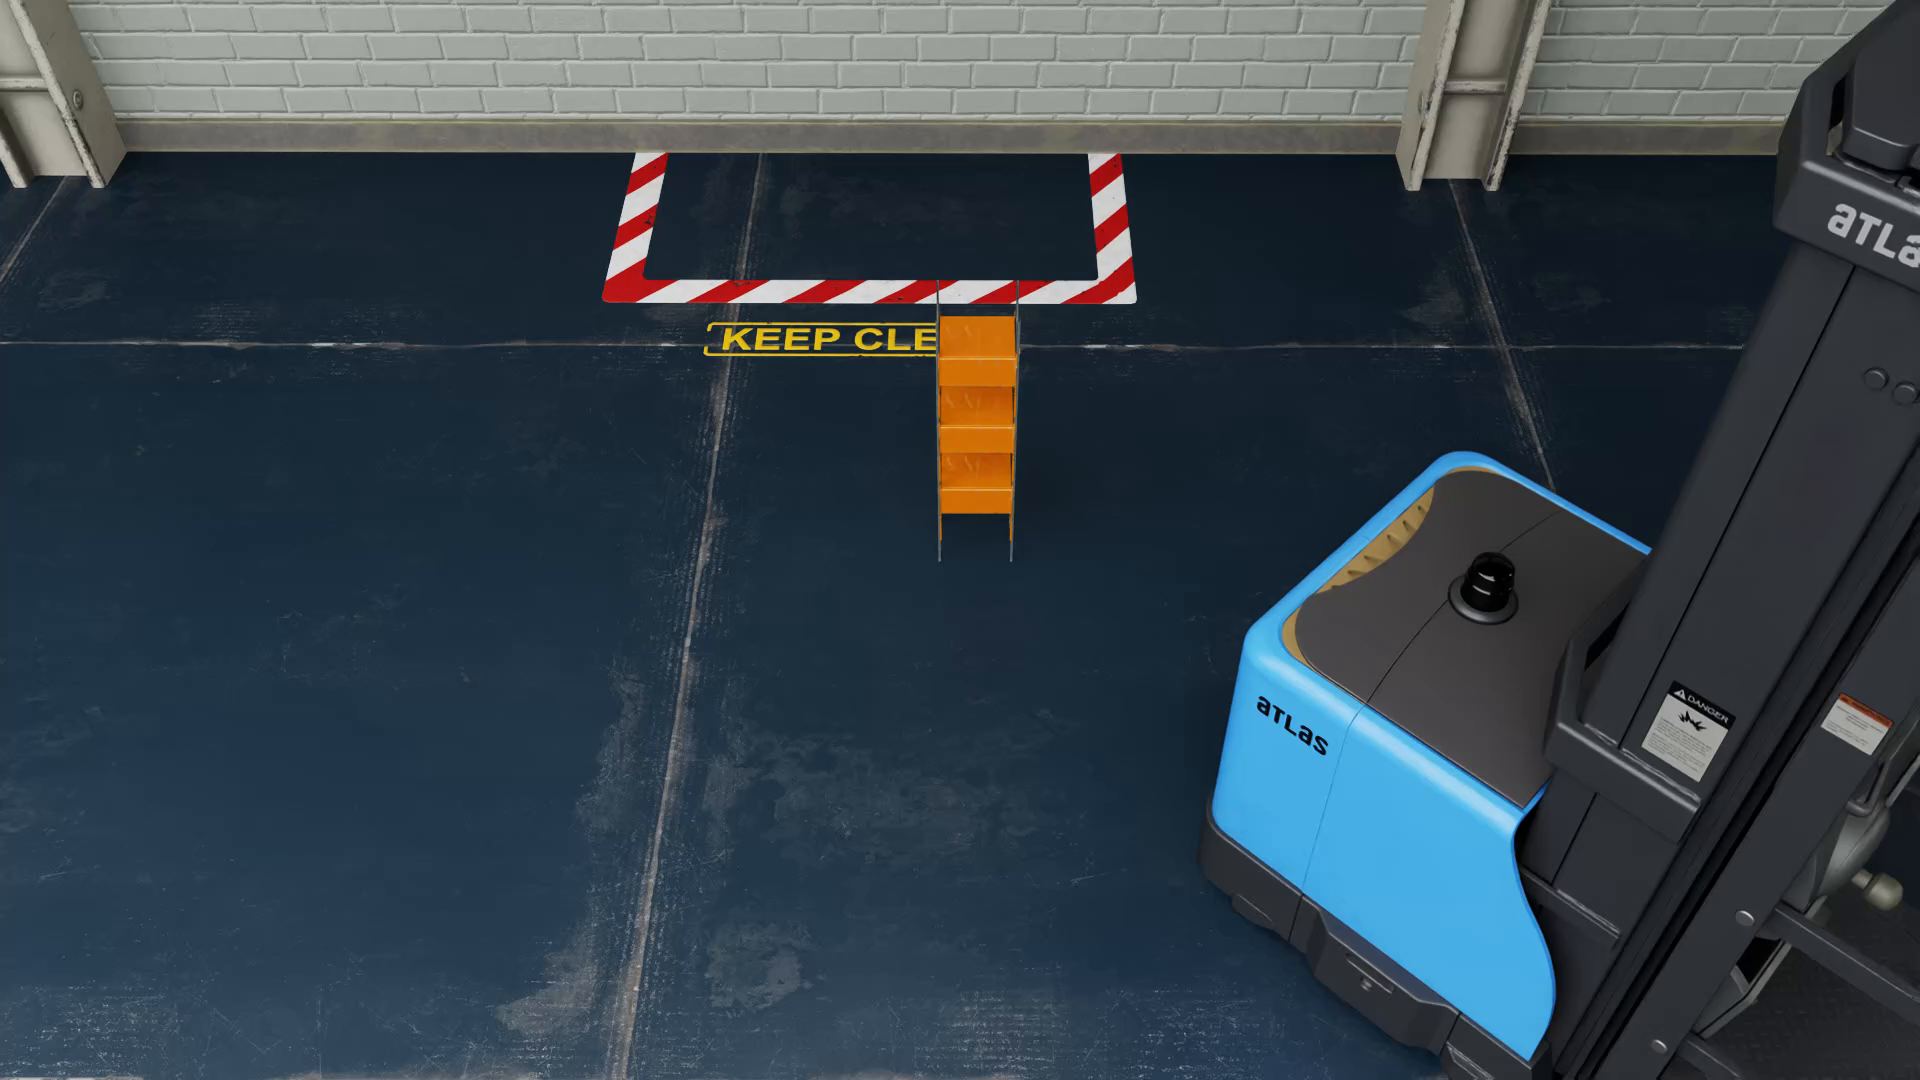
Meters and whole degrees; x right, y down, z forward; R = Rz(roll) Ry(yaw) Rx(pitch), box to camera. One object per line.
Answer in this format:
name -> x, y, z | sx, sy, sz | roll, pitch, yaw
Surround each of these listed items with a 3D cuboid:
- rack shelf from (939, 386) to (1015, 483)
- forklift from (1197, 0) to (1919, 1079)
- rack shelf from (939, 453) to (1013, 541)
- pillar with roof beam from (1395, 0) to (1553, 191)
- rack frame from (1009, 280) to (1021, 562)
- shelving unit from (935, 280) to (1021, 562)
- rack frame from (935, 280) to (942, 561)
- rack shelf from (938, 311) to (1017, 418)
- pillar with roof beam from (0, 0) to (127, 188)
rack shelf -> 0.054, -0.350, 5.373 | 0.240, 0.259, 0.215 | 0, 47, 0
forklift -> 2.090, 0.470, 3.310 | 3.031, 2.935, 1.130 | 35, 56, 28
rack shelf -> 0.054, -0.161, 5.577 | 0.240, 0.259, 0.215 | 0, 47, 0
pillar with roof beam -> 2.104, -1.530, 1.026 | 0.400, 9.000, 9.100 | 0, 47, 0
rack frame -> 0.176, -0.357, 5.365 | 0.008, 1.050, 0.200 | 0, 47, 0
shelving unit -> 0.054, -0.358, 5.366 | 0.252, 1.050, 0.215 | 0, 47, 0
rack frame -> -0.068, -0.358, 5.366 | 0.008, 1.050, 0.200 | 0, 47, 0
rack shelf -> 0.054, -0.544, 5.166 | 0.240, 0.259, 0.215 | 0, 47, 0
pillar with roof beam -> -3.896, -1.546, 1.042 | 0.400, 9.000, 9.100 | 0, 47, 0
